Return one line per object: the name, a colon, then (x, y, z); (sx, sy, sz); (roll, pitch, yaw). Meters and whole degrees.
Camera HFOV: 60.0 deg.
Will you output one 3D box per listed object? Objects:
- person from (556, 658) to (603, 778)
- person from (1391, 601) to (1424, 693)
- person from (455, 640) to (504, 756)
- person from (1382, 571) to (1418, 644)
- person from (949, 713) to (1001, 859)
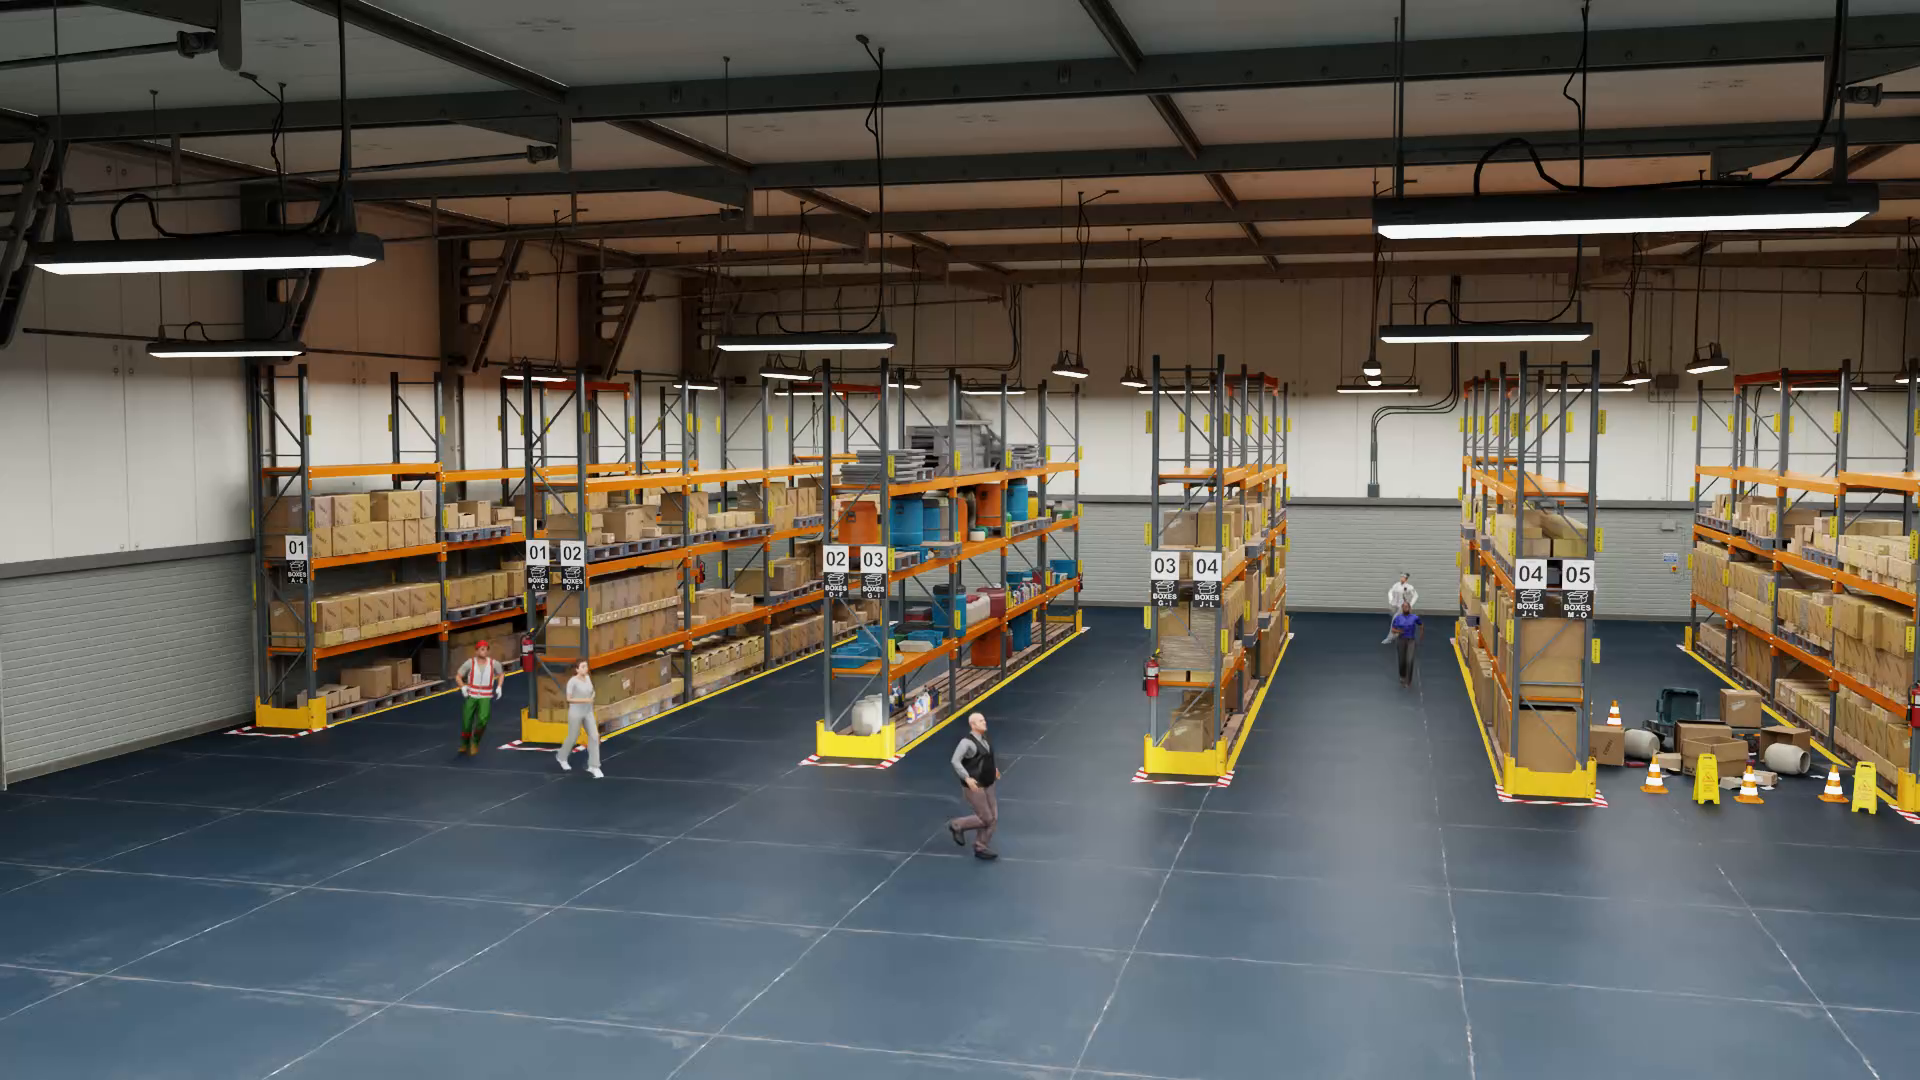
person: (-5.447, 2.516, 23.751); (0.946, 1.682, 0.521); (3, 5, 41)
person: (8.482, 1.999, 31.568); (0.583, 1.665, 0.935); (1, 4, 19)
person: (-7.278, 2.391, 25.203); (0.717, 1.745, 0.626); (-1, 4, -17)
person: (10.108, 1.536, 38.143); (0.674, 1.652, 0.897); (4, 5, 44)
person: (0.178, 2.837, 19.258); (0.597, 1.679, 0.671); (2, 5, 31)
